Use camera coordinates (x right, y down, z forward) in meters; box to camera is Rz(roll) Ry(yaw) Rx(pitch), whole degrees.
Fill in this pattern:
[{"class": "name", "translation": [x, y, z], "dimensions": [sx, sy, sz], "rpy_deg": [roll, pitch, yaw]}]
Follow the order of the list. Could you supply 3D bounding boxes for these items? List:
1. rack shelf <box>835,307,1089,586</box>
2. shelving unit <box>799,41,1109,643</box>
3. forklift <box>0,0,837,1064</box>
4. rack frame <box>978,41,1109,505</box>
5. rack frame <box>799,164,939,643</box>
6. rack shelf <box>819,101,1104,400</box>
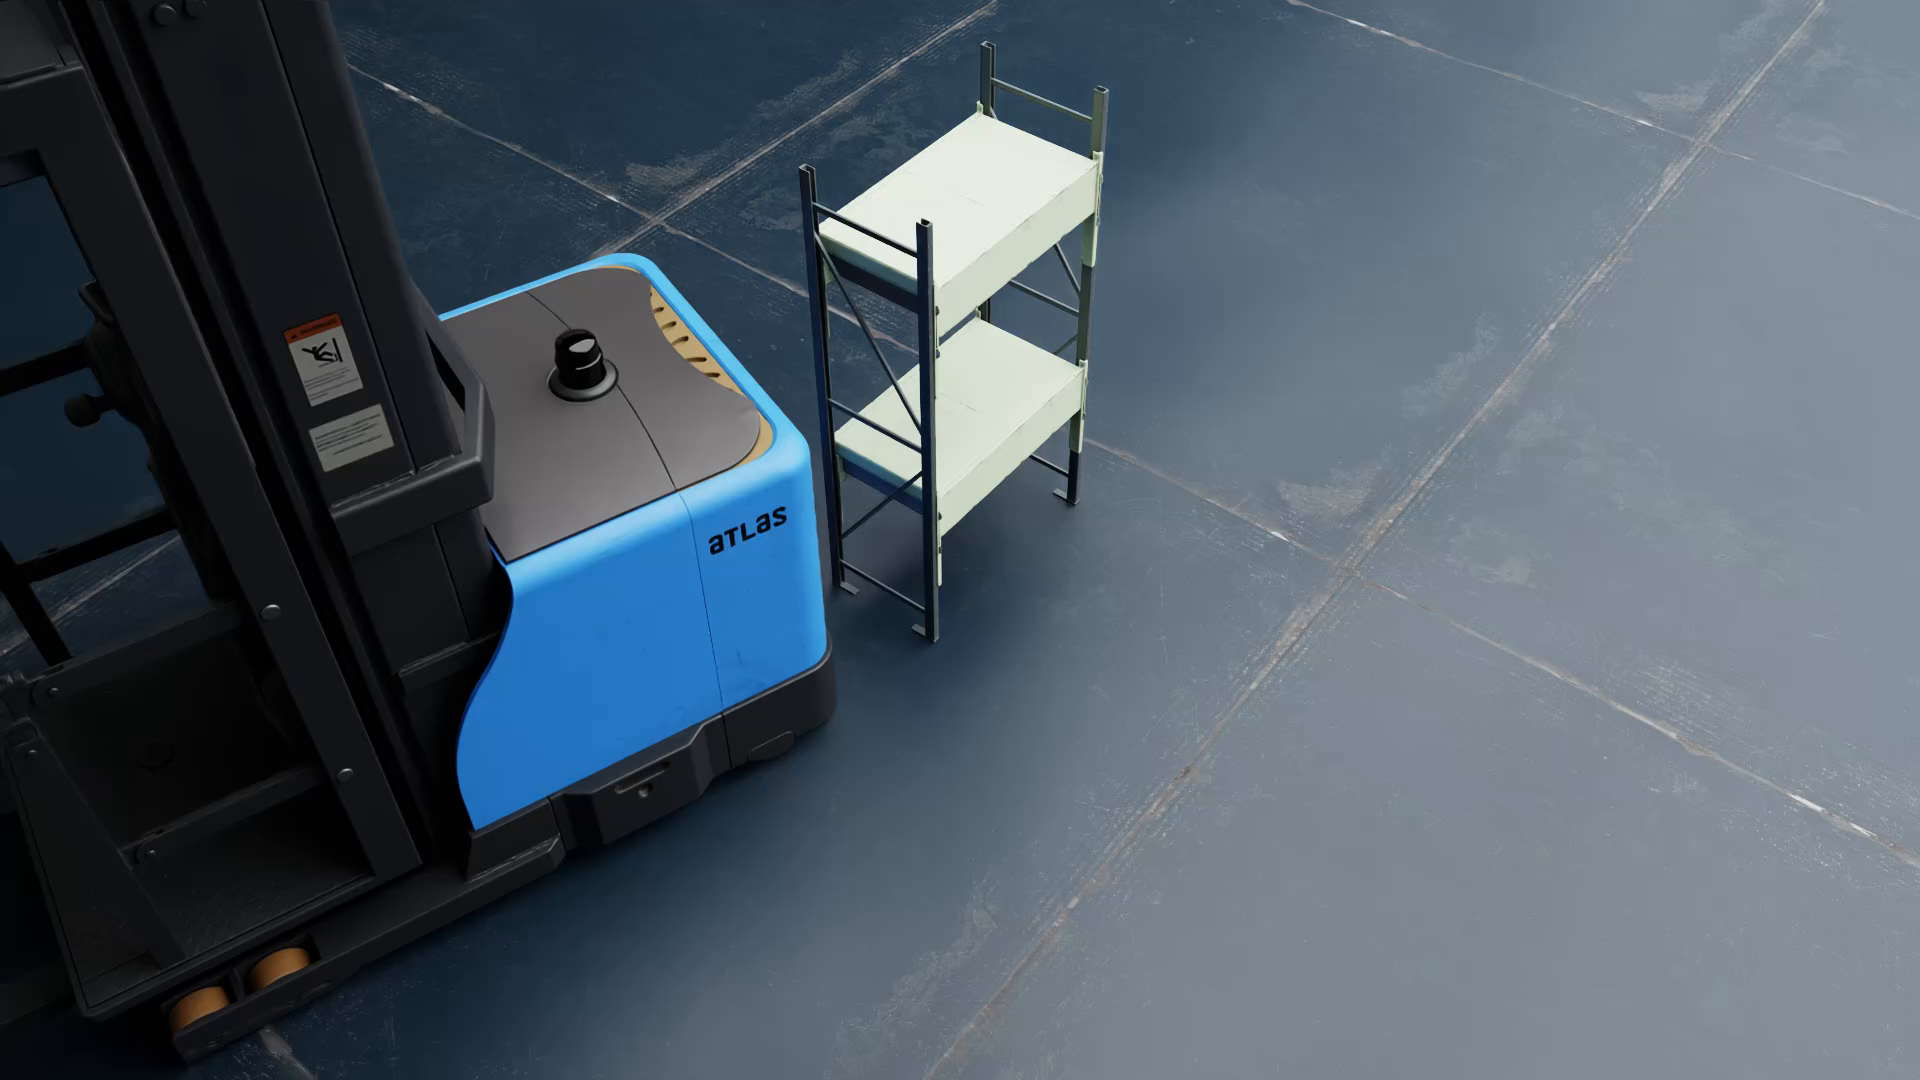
[{"class": "rack shelf", "translation": [-0.004, -0.289, 4.940], "dimensions": [0.431, 0.370, 0.720], "rpy_deg": [29, 53, 25]}, {"class": "shelving unit", "translation": [-0.004, -0.514, 4.704], "dimensions": [0.431, 1.500, 0.755], "rpy_deg": [29, 53, 25]}, {"class": "forklift", "translation": [-1.863, -0.205, 3.419], "dimensions": [3.031, 2.935, 1.130], "rpy_deg": [-25, 51, -22]}, {"class": "rack frame", "translation": [0.220, -0.724, 4.904], "dimensions": [0.400, 1.500, 0.023], "rpy_deg": [29, 53, 25]}, {"class": "rack frame", "translation": [-0.228, -0.305, 4.504], "dimensions": [0.400, 1.500, 0.023], "rpy_deg": [29, 53, 25]}, {"class": "rack shelf", "translation": [-0.004, -0.784, 4.422], "dimensions": [0.431, 0.370, 0.720], "rpy_deg": [29, 53, 25]}]
